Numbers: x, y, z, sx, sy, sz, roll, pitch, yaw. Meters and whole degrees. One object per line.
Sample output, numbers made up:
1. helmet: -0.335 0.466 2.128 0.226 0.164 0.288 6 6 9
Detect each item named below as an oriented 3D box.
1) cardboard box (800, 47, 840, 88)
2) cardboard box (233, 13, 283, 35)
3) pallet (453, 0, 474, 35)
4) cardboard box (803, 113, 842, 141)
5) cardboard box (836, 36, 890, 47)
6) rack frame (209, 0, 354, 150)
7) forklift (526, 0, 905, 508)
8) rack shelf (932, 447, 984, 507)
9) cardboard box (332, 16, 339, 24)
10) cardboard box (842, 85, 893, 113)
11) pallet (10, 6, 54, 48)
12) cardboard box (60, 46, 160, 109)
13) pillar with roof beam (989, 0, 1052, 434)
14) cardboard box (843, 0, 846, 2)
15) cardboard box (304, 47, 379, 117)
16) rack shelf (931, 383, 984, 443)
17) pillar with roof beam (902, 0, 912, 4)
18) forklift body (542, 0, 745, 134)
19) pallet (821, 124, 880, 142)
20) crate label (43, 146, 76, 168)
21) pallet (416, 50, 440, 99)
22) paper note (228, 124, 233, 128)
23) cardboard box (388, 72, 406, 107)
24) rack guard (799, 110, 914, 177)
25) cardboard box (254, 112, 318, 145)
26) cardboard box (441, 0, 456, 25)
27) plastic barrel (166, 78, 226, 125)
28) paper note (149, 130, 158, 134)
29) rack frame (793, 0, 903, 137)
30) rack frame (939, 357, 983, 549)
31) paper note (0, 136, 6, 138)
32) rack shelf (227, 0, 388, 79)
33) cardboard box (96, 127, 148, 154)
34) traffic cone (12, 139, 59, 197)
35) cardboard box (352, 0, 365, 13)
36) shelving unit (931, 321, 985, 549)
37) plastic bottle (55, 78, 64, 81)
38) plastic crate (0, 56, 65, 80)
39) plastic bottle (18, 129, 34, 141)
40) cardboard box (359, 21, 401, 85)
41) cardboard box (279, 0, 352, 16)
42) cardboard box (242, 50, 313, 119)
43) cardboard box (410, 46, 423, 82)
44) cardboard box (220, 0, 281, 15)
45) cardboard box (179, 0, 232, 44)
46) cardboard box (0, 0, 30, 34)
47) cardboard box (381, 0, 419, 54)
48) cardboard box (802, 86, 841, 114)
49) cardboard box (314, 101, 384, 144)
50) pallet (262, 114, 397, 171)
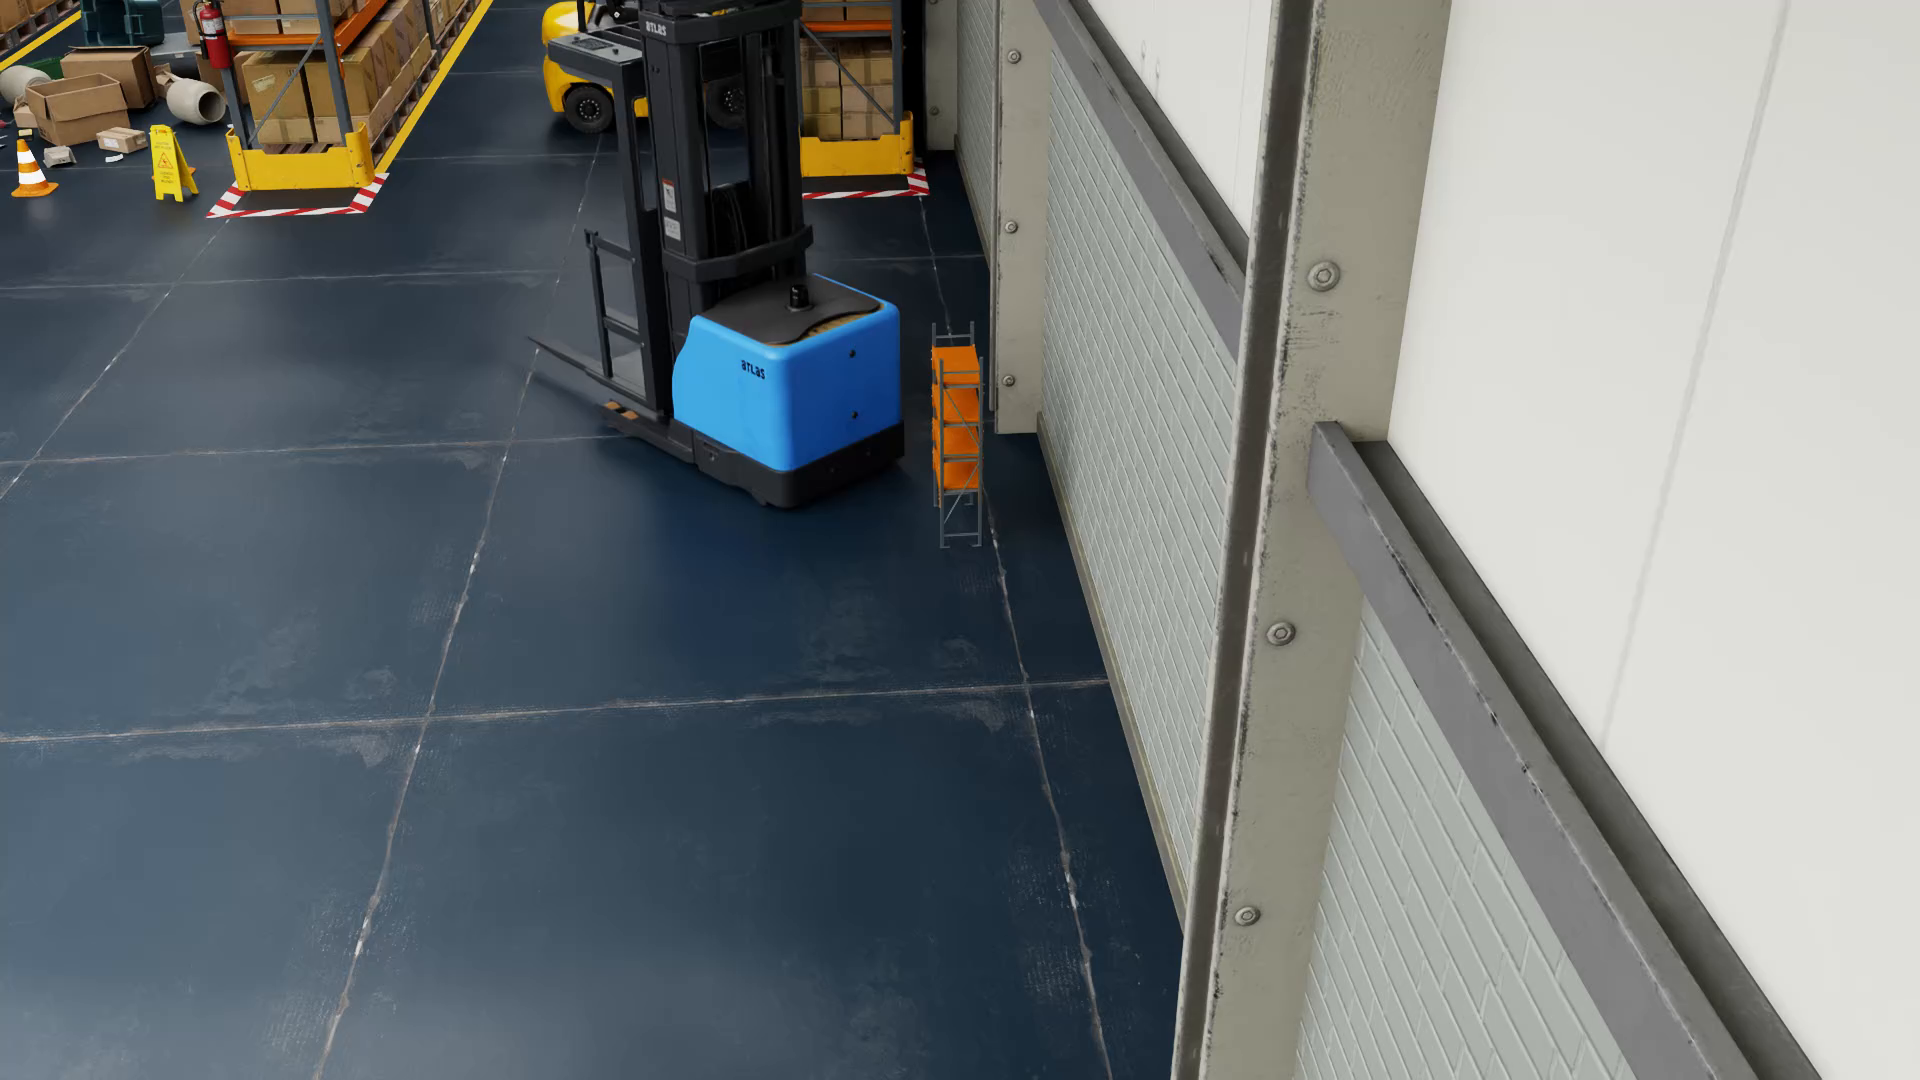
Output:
1. cardboard box: -1.378 -4.407 15.501 0.500 0.250 0.500 -2 31 -3
2. cardboard box: -6.213 -4.591 14.757 0.380 0.149 0.250 -2 31 -3
3. pallet: -6.531 -6.385 20.235 1.003 0.211 1.213 -3 31 -5
4. cardboard box: -1.382 -3.983 15.765 0.500 0.250 0.500 -3 31 -4
5. cardboard box: -0.931 -4.697 15.985 0.500 0.250 0.500 -3 31 -5
6. rack frame: -5.966 -4.518 14.390 1.000 3.000 0.127 -3 31 -5
7. forklift: -1.755 -2.102 10.412 3.031 2.935 1.130 27 40 37
8. rack shelf: -0.015 -0.371 9.721 0.258 0.148 0.480 -3 31 -5
9. cardboard box: -5.829 -4.722 14.976 0.380 0.149 0.250 -2 31 -4
10. cardboard box: -0.861 -4.223 15.679 0.500 0.250 0.500 -2 31 -4
11. pallet: -11.523 -6.089 19.739 1.003 0.211 1.213 -3 31 -5
12. cardboard box: -8.746 -4.757 17.092 0.797 0.637 0.503 -3 31 -5
13. pillar with roof beam: -3.917 -4.463 8.446 9.100 9.000 0.400 -3 31 -5
14. cardboard box: -0.865 -5.332 15.655 0.500 0.500 0.500 -2 31 -3
15. cardboard box: -5.768 -4.277 15.527 0.500 0.500 0.500 -4 31 -6
16. rack shelf: -0.015 -0.734 9.504 0.258 0.148 0.480 -3 31 -5
17. pillar with roof beam: -5.038 -10.589 18.704 9.100 9.000 0.400 -3 31 -5
18. forklift body: -3.018 -5.274 16.483 2.313 2.155 1.214 -3 31 -5
19. pallet: -1.137 -3.949 16.157 1.003 0.211 1.213 -3 31 -5
20. crate label: -8.499 -3.619 15.675 0.250 0.136 0.298 -20 36 -30
21. pallet: -6.241 -5.022 17.953 1.003 0.211 1.213 -3 31 -5
22. paper note: -7.274 -4.165 16.693 0.142 0.019 0.148 -14 33 -22
23. cardboard box: -5.869 -4.482 16.601 0.500 0.250 0.500 -1 31 -1
24. rack guard: -1.022 -3.673 15.412 1.175 0.500 0.348 -3 31 -5
25. cardboard box: -6.311 -3.930 15.677 0.500 0.250 0.500 -3 31 -5
26. cardboard box: -6.461 -6.247 19.437 0.950 0.372 0.625 -1 31 -1
27. plastic barrel: -7.666 -4.394 16.695 0.512 0.421 0.421 20 36 29
28. paper note: -7.966 -4.067 16.541 0.148 0.019 0.142 8 32 13
29. rack frame: -1.024 -4.758 14.791 1.000 3.000 0.127 -3 31 -5
30. rack frame: 0.007 -0.475 9.376 0.240 1.200 0.015 -3 31 -5
31. paper note: -9.444 -3.964 16.377 0.032 0.001 0.123 13 33 21
32. rack shelf: -6.152 -5.231 16.284 1.077 0.370 4.000 -3 31 -5
33. cardboard box: -8.099 -3.867 16.079 0.380 0.149 0.250 13 33 21
34. traffic cone: -8.364 -3.360 14.925 0.336 0.463 0.334 -3 31 -5
35. cardboard box: -5.751 -4.993 15.430 0.380 0.149 0.250 -2 31 -4
36. shelving unit: -0.015 -0.600 9.584 0.258 1.200 0.503 -3 31 -5
37. plastic bottle: -9.730 -4.942 17.964 0.133 0.061 0.283 -20 36 -30
38. plastic crate: -9.938 -5.063 17.988 0.450 0.188 0.662 4 30 26
39. plastic bottle: -9.202 -3.994 16.377 0.133 0.061 0.283 -14 33 -22
40. cardboard box: -5.860 -4.801 16.403 0.500 0.500 0.500 -2 31 -4
41. cardboard box: -5.734 -4.944 14.715 0.500 0.500 0.500 -3 31 -5
42. cardboard box: -6.300 -4.237 15.459 0.500 0.500 0.500 -3 31 -4
43. cardboard box: -5.957 -5.000 17.468 0.500 0.250 0.500 -4 31 -6
44. cardboard box: -6.291 -4.953 14.730 0.500 0.500 0.500 -3 31 -5
45. cardboard box: -8.109 -5.712 18.087 0.500 0.500 0.500 -3 31 -5
46. cardboard box: -11.492 -6.292 19.143 1.050 0.750 0.750 -3 31 -5
47. cardboard box: -5.968 -5.334 17.295 0.500 0.500 0.500 -2 31 -4
48. cardboard box: -1.381 -4.206 15.651 0.500 0.250 0.500 -3 31 -5
49. cardboard box: -5.766 -3.943 15.699 0.500 0.250 0.500 -3 31 -5
50. pallet: -6.013 -3.777 15.867 1.003 0.211 1.213 -3 31 -5
